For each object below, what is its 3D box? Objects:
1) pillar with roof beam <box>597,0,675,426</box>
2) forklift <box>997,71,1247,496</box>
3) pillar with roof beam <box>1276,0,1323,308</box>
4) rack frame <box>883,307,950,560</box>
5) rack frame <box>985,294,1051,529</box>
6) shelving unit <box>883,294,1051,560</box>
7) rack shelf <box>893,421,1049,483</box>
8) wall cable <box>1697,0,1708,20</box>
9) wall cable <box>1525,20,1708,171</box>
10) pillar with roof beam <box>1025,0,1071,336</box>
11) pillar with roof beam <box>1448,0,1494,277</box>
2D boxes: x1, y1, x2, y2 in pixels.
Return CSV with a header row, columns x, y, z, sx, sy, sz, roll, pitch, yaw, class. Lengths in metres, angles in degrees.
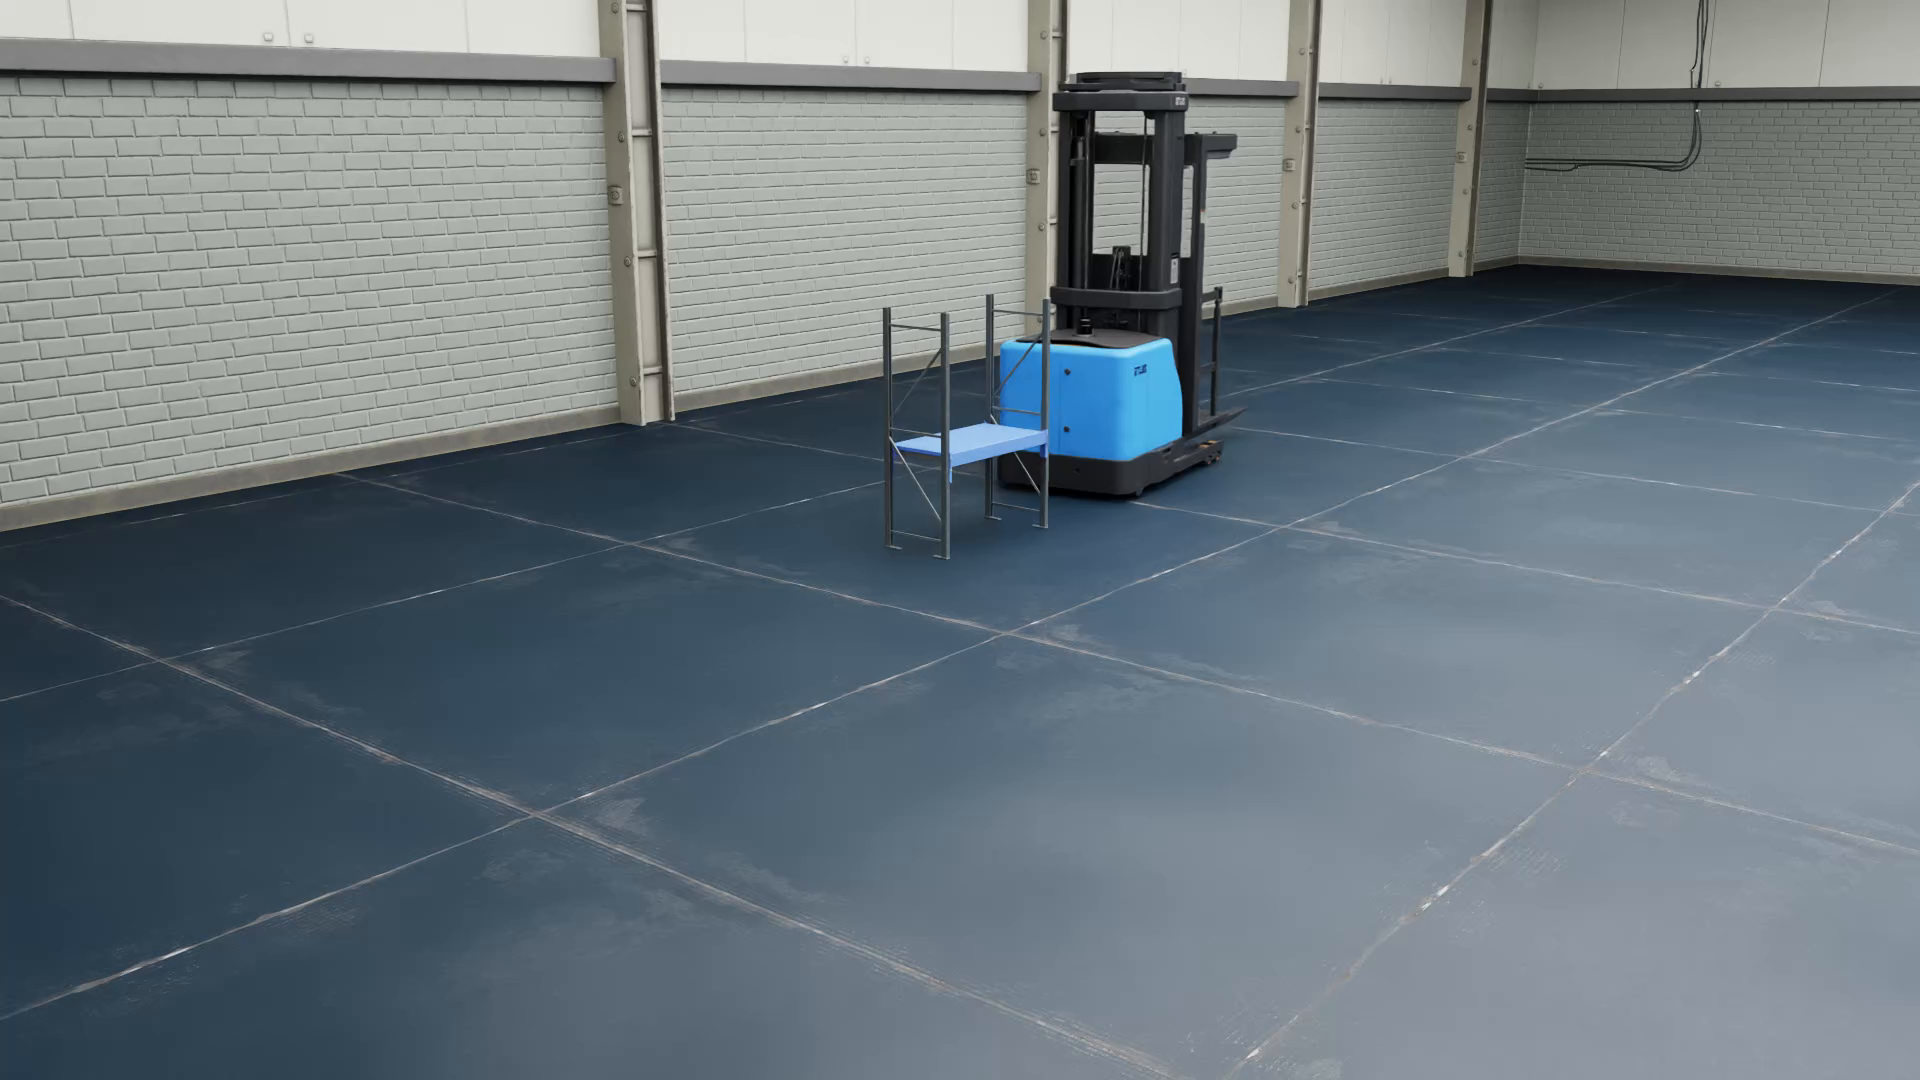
x,y,z,sx,sy,sz,roll,pitch,yaw,class
0.563,-4.757,11.072,9.100,9.000,0.400,11,18,38,pillar with roof beam
1.420,-2.045,12.719,1.130,2.935,3.031,8,16,28,forklift
8.105,-7.055,20.118,9.100,9.000,0.400,11,18,38,pillar with roof beam
-0.266,-0.646,10.119,0.500,1.500,0.032,11,18,38,rack frame
0.373,-0.841,10.886,0.500,1.500,0.032,11,18,38,rack frame
0.054,-0.743,10.503,0.538,1.500,1.048,11,18,38,shelving unit
0.054,-0.569,10.547,0.538,0.185,1.000,11,18,38,rack shelf
13.512,-9.754,26.792,3.097,2.526,0.112,11,18,38,wall cable
11.408,-7.725,29.062,3.097,2.526,0.112,11,18,38,wall cable
4.334,-5.906,15.595,9.100,9.000,0.400,11,18,38,pillar with roof beam
11.876,-8.204,24.642,9.100,9.000,0.400,11,18,38,pillar with roof beam
